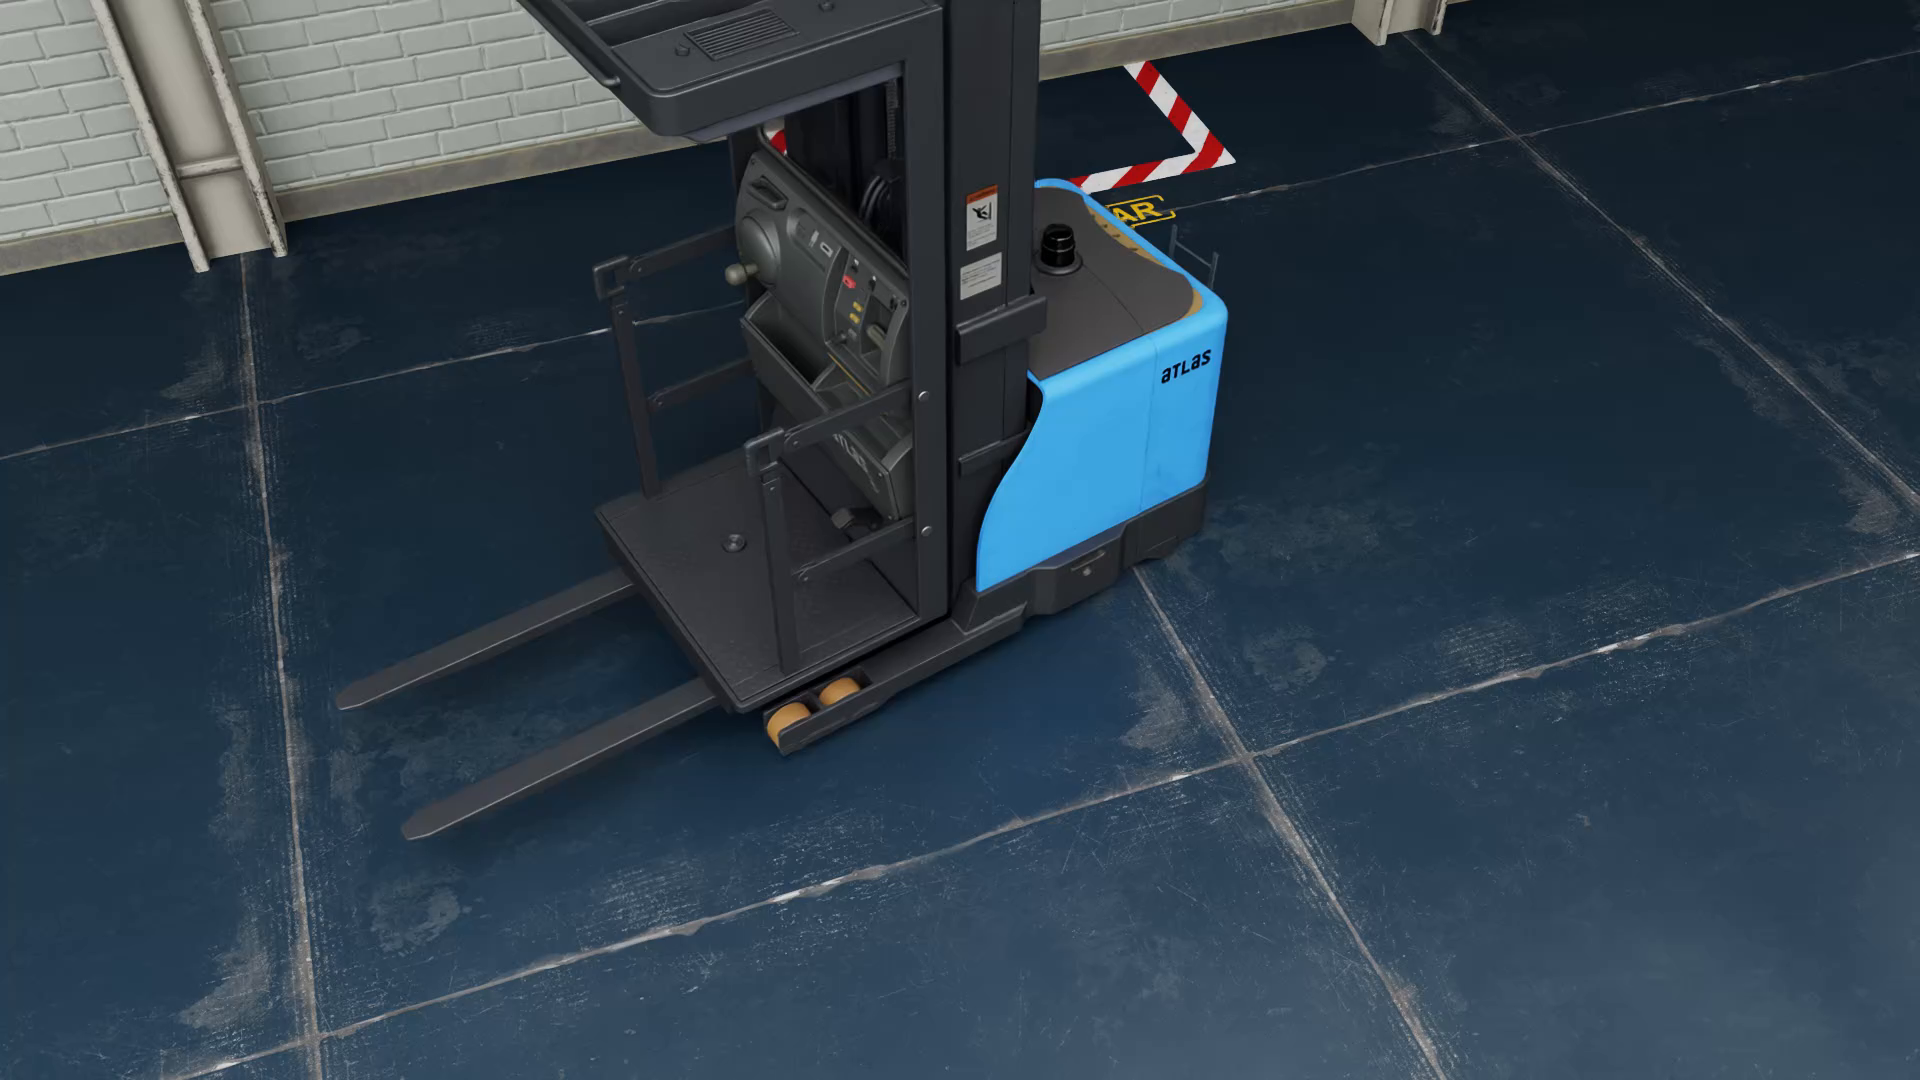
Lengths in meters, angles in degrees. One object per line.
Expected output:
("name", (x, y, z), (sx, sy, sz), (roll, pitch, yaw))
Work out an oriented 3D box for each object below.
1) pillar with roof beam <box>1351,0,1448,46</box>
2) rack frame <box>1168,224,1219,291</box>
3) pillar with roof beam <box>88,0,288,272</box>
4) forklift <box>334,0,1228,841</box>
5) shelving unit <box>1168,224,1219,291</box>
("pillar with roof beam", (3.821, -3.098, 2.984), (0.400, 9.000, 9.100), (-14, 47, -14))
("rack frame", (0.834, -0.768, 6.381), (0.006, 0.900, 0.240), (-25, 50, -28))
("pillar with roof beam", (-1.822, -1.655, 1.546), (0.400, 9.000, 9.100), (-14, 47, -14))
("forklift", (-0.598, -0.759, 4.938), (3.031, 2.935, 1.130), (-25, 50, -23))
("shelving unit", (0.753, -0.730, 6.332), (0.210, 0.900, 0.258), (-25, 50, -28))
